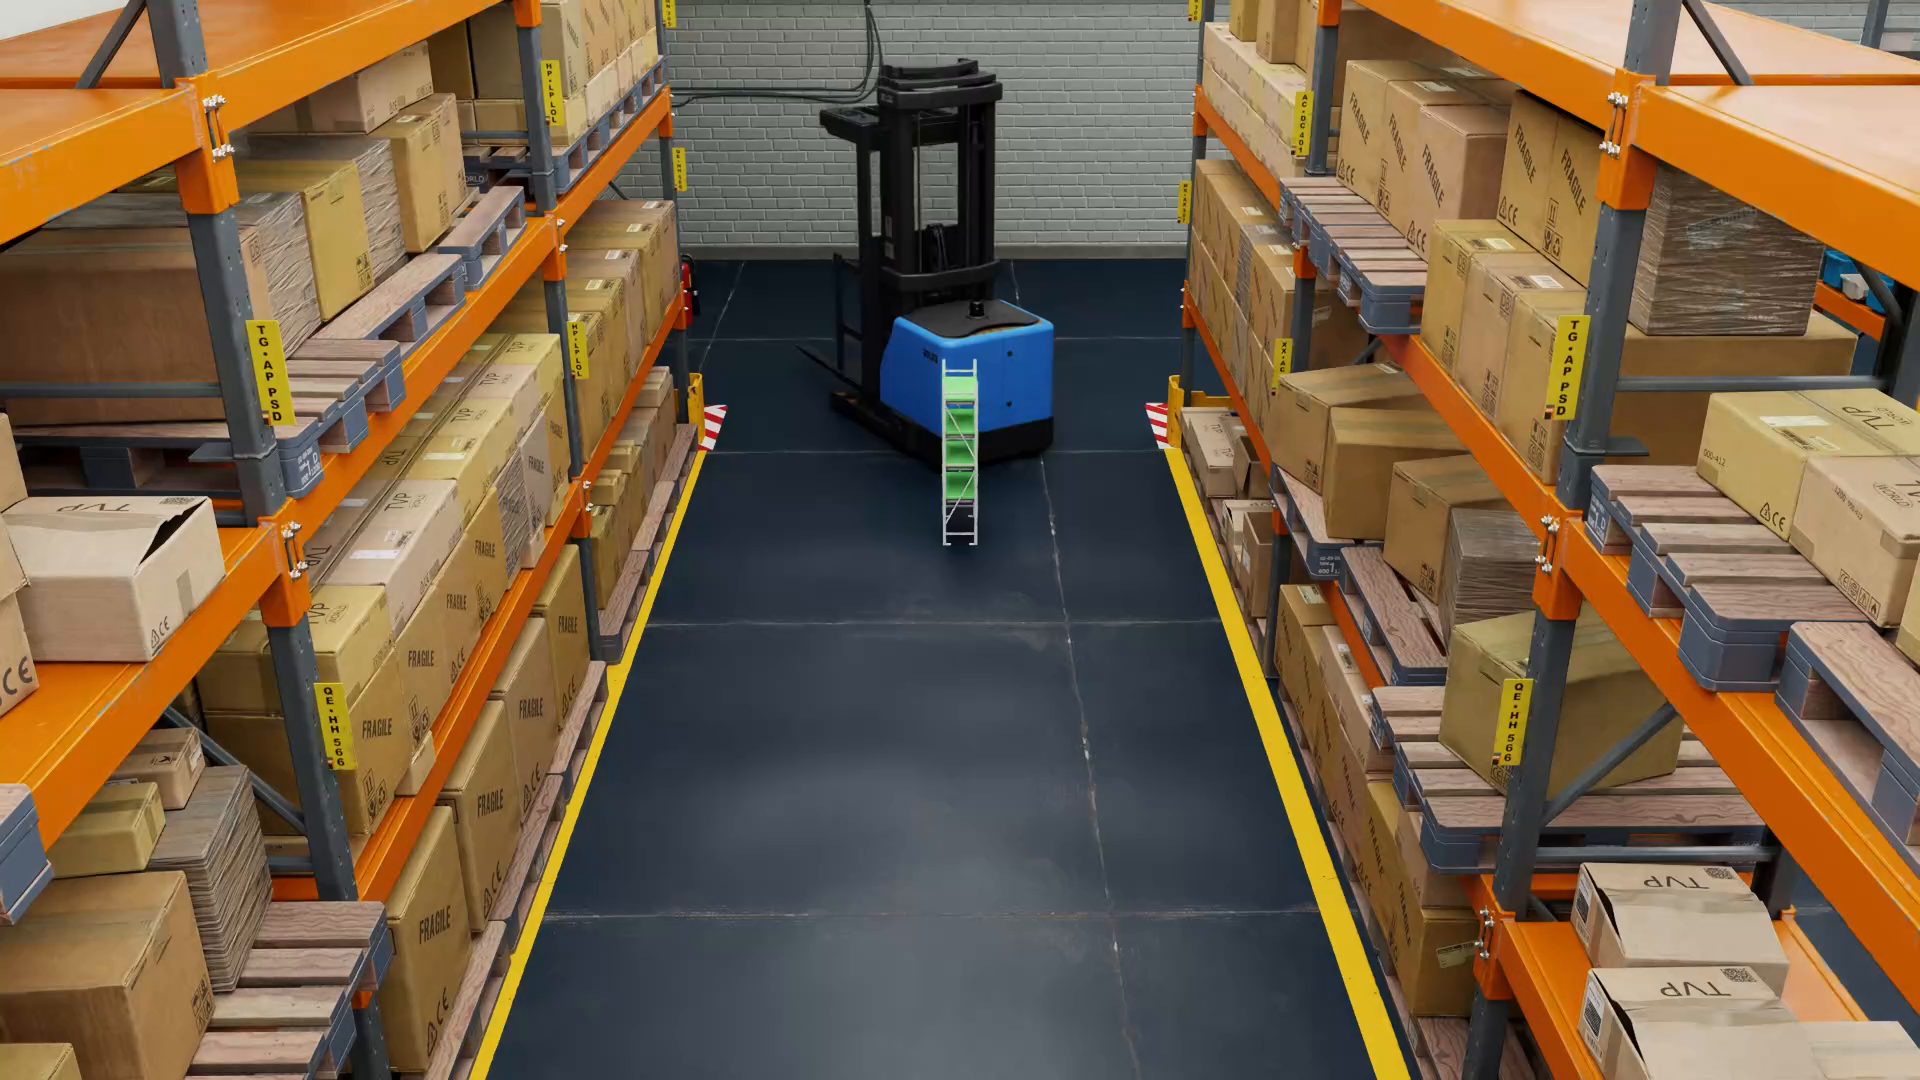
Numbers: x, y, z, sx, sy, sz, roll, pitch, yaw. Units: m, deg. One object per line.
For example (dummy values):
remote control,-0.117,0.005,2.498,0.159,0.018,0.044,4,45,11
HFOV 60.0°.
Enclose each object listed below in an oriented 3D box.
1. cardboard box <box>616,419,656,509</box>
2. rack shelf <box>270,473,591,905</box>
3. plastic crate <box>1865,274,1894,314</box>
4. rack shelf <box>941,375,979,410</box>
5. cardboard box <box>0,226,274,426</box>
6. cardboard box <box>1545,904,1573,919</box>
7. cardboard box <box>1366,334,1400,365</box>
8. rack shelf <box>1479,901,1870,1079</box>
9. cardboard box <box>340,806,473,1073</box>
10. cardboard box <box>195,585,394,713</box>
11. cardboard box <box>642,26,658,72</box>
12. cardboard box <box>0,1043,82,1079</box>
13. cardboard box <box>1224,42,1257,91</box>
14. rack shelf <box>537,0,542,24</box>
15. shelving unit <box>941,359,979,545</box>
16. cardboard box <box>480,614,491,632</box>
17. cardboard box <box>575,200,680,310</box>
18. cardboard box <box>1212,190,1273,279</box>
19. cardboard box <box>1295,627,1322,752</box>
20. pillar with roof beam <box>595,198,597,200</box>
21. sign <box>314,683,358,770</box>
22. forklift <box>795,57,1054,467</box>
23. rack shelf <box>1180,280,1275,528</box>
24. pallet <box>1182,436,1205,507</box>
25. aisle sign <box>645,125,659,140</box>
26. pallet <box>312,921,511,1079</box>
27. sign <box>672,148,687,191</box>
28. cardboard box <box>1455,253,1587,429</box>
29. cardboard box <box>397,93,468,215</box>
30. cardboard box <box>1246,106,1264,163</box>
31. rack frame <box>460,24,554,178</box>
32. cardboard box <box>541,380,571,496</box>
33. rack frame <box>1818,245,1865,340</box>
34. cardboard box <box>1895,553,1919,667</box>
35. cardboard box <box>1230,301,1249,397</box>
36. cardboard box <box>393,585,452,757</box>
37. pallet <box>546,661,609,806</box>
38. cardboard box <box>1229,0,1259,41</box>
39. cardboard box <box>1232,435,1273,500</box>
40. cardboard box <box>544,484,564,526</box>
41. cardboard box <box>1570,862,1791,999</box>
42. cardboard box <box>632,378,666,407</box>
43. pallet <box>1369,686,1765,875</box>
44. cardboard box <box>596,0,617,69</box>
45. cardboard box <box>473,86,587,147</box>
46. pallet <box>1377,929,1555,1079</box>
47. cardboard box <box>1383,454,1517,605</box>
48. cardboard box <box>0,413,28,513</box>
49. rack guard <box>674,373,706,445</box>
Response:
cardboard box,-2.558,-0.537,11.822,0.700,0.500,0.500,-1,24,-2
rack shelf,-2.612,0.614,7.626,1.077,0.370,4.000,0,24,-1
plastic crate,6.909,-1.808,12.237,0.416,0.233,0.300,0,24,-1
rack shelf,-0.002,-0.994,11.482,0.258,0.148,0.480,0,24,-1
cardboard box,-2.653,-0.698,5.359,0.700,0.500,0.500,-2,24,-5
cardboard box,2.632,1.620,7.027,0.500,0.500,0.500,-1,24,-2
cardboard box,2.596,-1.259,9.558,0.500,0.500,0.500,0,24,1
rack shelf,2.385,2.238,4.034,1.077,0.370,4.000,0,24,-1
cardboard box,-2.467,1.595,6.683,0.750,0.750,0.750,-1,24,-1
cardboard box,-2.338,0.378,5.857,0.500,0.250,0.500,0,24,1
cardboard box,-2.404,-3.421,11.585,0.500,0.250,0.500,0,24,1
cardboard box,-2.539,1.571,3.981,0.700,0.500,0.500,0,24,-1
cardboard box,2.031,-3.111,10.925,0.500,0.250,0.500,0,24,-1
rack shelf,-2.656,-3.586,10.117,1.077,0.370,4.000,0,24,-1
shelving unit,-0.002,-0.615,11.654,0.258,1.200,0.503,0,24,-1
cardboard box,-2.386,0.338,7.642,0.380,0.149,0.250,0,24,1
cardboard box,-2.662,-2.113,12.418,0.980,0.700,0.700,1,24,2
cardboard box,2.031,-2.106,11.431,0.500,0.500,0.500,0,24,0
cardboard box,2.098,0.797,8.848,0.500,0.500,0.500,0,24,0
pillar with roof beam,0.733,-6.048,14.202,9.100,9.000,0.400,0,24,-1
sign,-2.048,0.612,5.447,0.100,0.325,0.005,0,24,-1
forklift,-0.442,-2.456,13.624,1.130,2.935,3.031,-14,28,-28
rack shelf,2.298,-1.058,11.323,1.077,0.370,4.000,0,24,-1
pallet,2.286,-0.580,12.776,1.003,0.211,1.213,0,24,-1
aisle sign,-2.378,-3.402,12.477,0.394,0.787,0.004,0,24,-1
pallet,-2.524,2.055,6.949,1.003,0.211,1.213,0,24,-1
sign,-2.135,-2.819,12.650,0.100,0.325,0.005,0,24,-1
cardboard box,2.319,-0.716,5.931,0.910,0.500,0.500,0,24,-1
cardboard box,-2.734,-1.788,7.768,0.700,0.500,0.500,-2,24,-3
cardboard box,2.039,-2.472,10.117,0.500,0.250,0.500,0,24,-1
rack frame,-2.634,-3.272,8.064,1.000,3.000,0.127,0,24,-1
cardboard box,-2.377,-0.539,8.796,0.500,0.500,0.500,-1,24,-1
rack frame,7.229,-2.231,13.043,1.000,3.000,0.127,0,24,-1
cardboard box,2.443,0.235,3.623,0.500,0.250,0.500,-1,24,-2
cardboard box,2.042,-1.236,10.723,0.500,0.500,0.500,0,24,1
cardboard box,-2.336,0.503,6.492,0.500,0.500,0.500,1,24,1
pallet,-2.550,1.050,9.172,1.003,0.211,1.213,0,24,-1
cardboard box,2.219,-3.660,11.228,0.700,0.500,0.500,0,24,-1
cardboard box,2.294,-0.399,11.488,0.797,0.503,0.637,0,24,-1
cardboard box,-2.321,-0.191,8.813,0.380,0.149,0.250,0,24,0
cardboard box,2.323,1.277,5.395,0.500,0.311,0.500,1,24,3
cardboard box,-2.383,-1.089,12.254,0.380,0.149,0.250,0,24,1
pallet,2.285,0.895,6.365,1.213,0.211,1.003,0,24,-1
cardboard box,-2.384,-3.125,10.022,0.500,0.500,0.500,0,24,0
cardboard box,-2.378,-2.359,9.238,0.500,0.250,0.500,0,24,-1
pallet,2.393,2.049,6.963,1.003,0.211,1.213,0,24,-1
cardboard box,2.400,-0.071,7.636,0.700,0.500,0.500,-6,25,-14
cardboard box,-2.812,-0.014,4.354,0.500,0.500,0.500,0,24,-1
rack guard,-2.678,-1.057,13.481,1.175,0.500,0.348,0,24,-1
